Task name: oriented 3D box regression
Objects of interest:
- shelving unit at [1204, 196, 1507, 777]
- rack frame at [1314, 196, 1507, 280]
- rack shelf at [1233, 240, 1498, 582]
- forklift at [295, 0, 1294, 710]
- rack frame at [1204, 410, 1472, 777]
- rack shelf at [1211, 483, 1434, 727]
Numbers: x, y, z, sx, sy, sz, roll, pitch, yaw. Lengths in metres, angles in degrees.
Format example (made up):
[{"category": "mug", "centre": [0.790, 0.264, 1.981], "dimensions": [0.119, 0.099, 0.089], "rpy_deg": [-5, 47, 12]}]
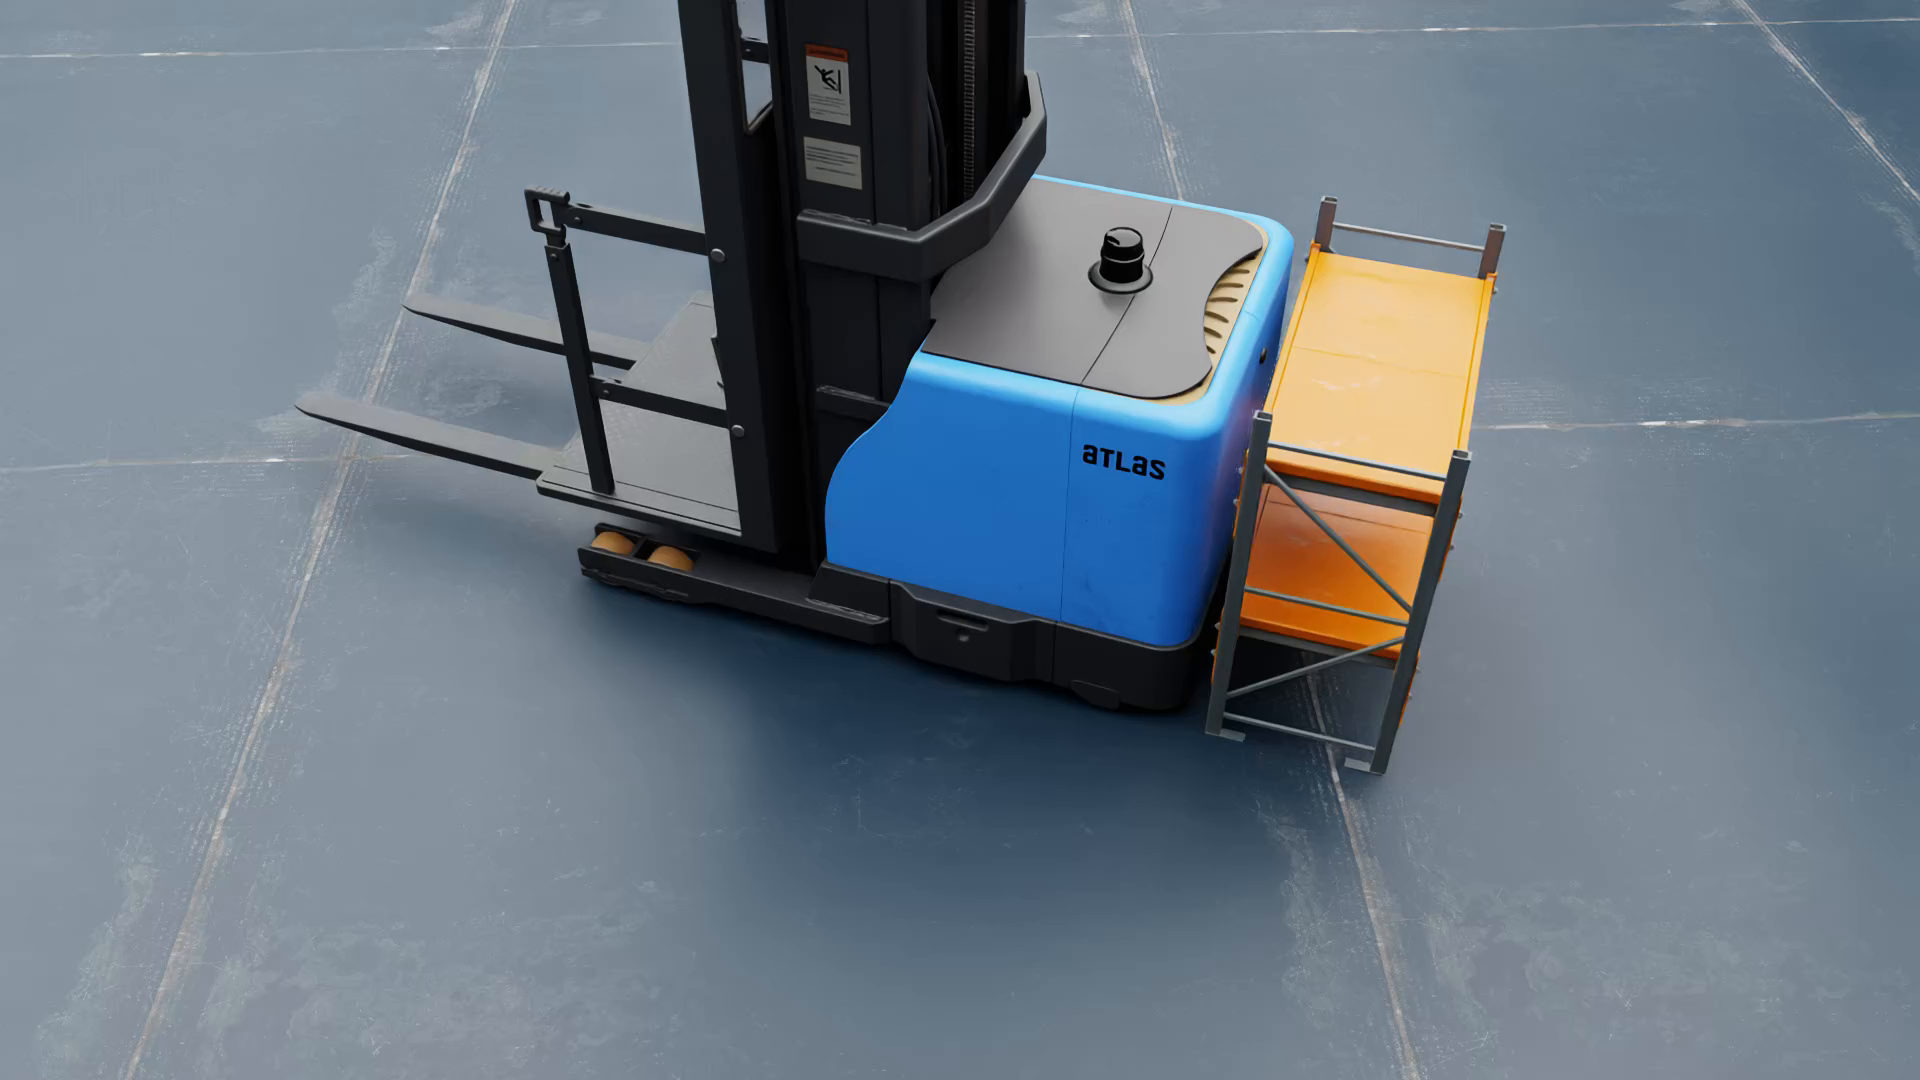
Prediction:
[{"category": "shelving unit", "centre": [1.085, -0.156, 4.587], "dimensions": [0.538, 1.125, 1.048], "rpy_deg": [12, 44, 13]}, {"category": "rack frame", "centre": [1.242, -0.483, 4.943], "dimensions": [0.500, 1.125, 0.032], "rpy_deg": [12, 44, 13]}, {"category": "rack shelf", "centre": [1.086, -0.372, 4.389], "dimensions": [0.538, 0.278, 1.000], "rpy_deg": [12, 44, 13]}, {"category": "forklift", "centre": [-0.627, -1.216, 4.408], "dimensions": [3.031, 2.935, 1.130], "rpy_deg": [14, 44, 15]}, {"category": "rack frame", "centre": [0.928, 0.171, 4.230], "dimensions": [0.500, 1.125, 0.032], "rpy_deg": [12, 44, 13]}, {"category": "rack shelf", "centre": [1.084, 0.024, 4.752], "dimensions": [0.538, 0.278, 1.000], "rpy_deg": [12, 44, 13]}]
